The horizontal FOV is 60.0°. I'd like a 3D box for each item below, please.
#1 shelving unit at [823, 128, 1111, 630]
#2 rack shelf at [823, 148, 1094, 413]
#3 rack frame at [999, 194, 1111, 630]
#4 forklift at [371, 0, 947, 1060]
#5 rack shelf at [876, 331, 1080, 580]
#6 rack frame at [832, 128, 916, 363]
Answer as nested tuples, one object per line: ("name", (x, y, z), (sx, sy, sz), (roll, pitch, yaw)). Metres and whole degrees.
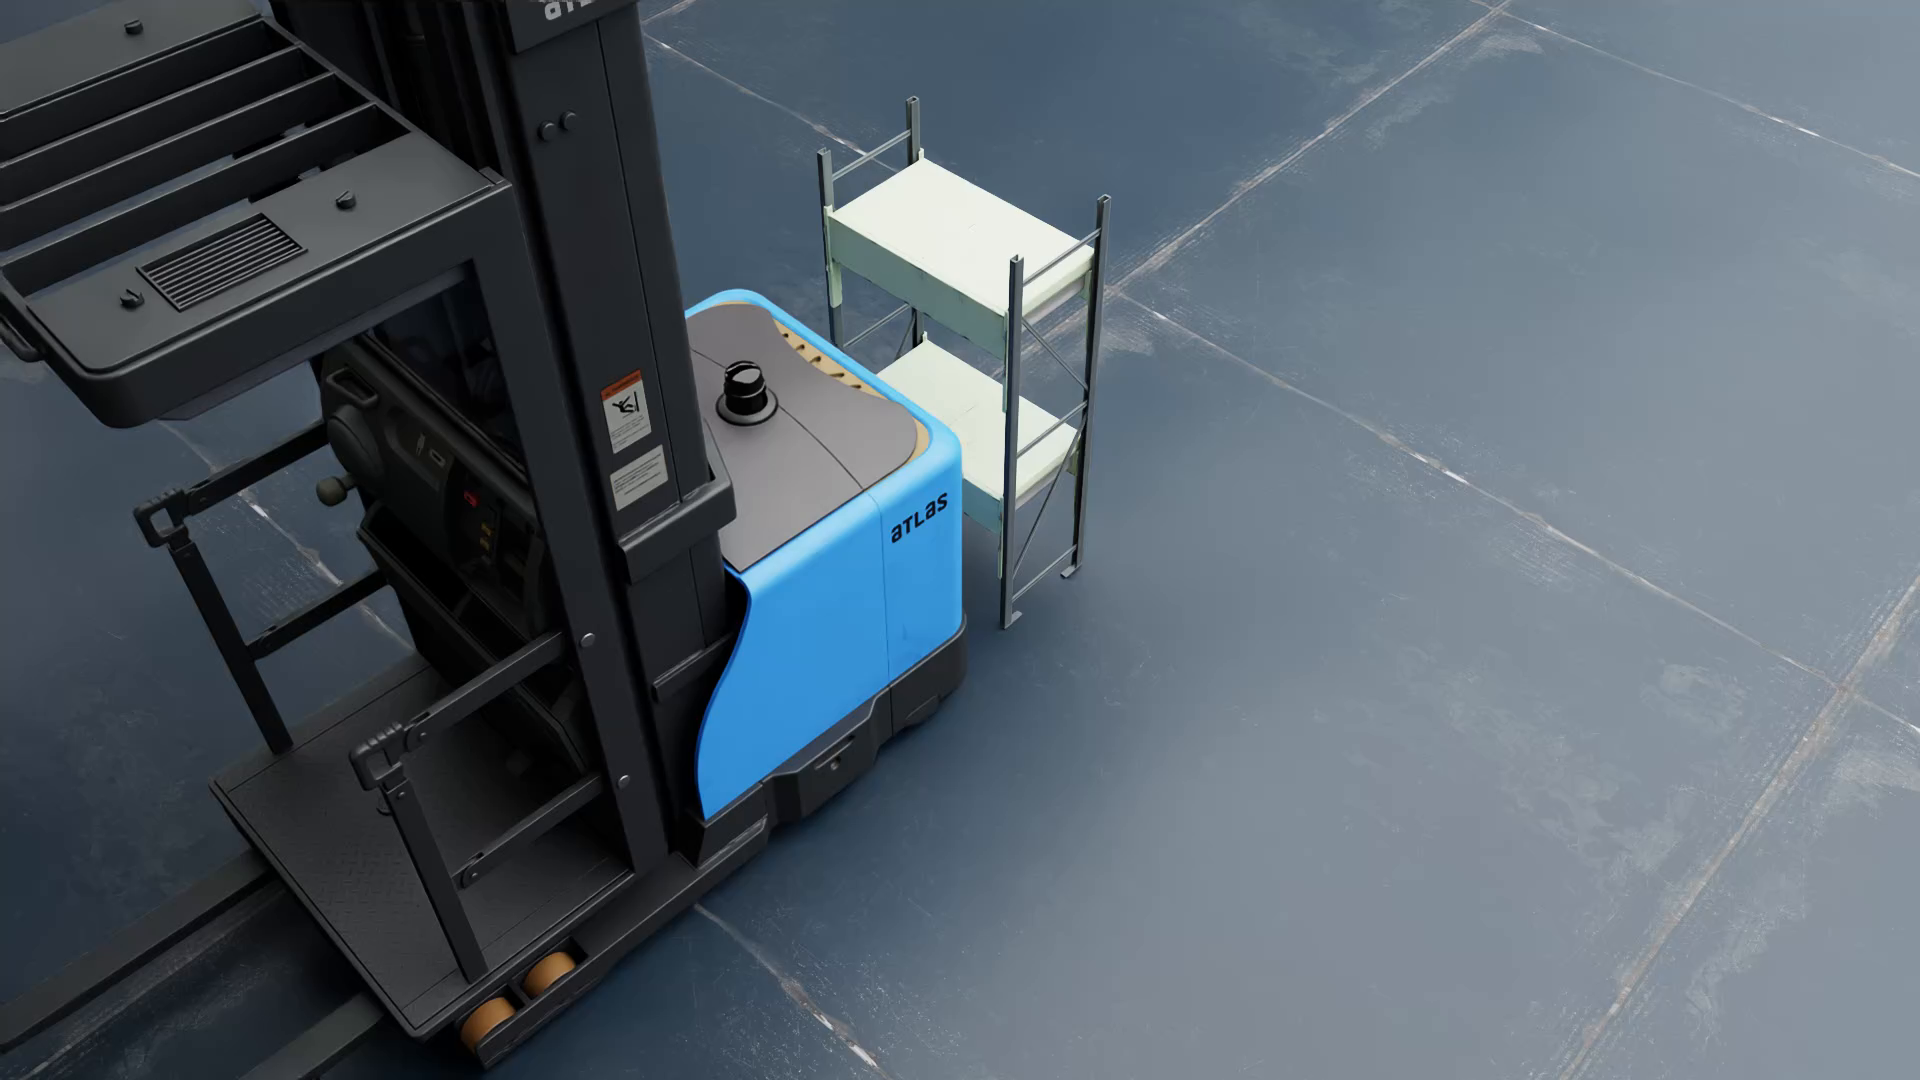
("shelving unit", (0.007, -0.508, 5.199), (0.748, 1.500, 0.431), (34, 55, 28))
("rack shelf", (0.005, -0.777, 4.916), (0.720, 0.370, 0.431), (34, 55, 28))
("rack frame", (0.274, -0.329, 5.030), (0.023, 1.500, 0.400), (34, 55, 28))
("forklift", (2.362, -8.298, 11.575), (22.055, 2.867, 12.119), (-35, 56, -29))
("rack shelf", (0.005, -0.287, 5.438), (0.720, 0.370, 0.431), (34, 55, 28))
("rack frame", (-0.263, -0.692, 5.371), (0.010, 1.308, 0.380), (34, 55, 28))
